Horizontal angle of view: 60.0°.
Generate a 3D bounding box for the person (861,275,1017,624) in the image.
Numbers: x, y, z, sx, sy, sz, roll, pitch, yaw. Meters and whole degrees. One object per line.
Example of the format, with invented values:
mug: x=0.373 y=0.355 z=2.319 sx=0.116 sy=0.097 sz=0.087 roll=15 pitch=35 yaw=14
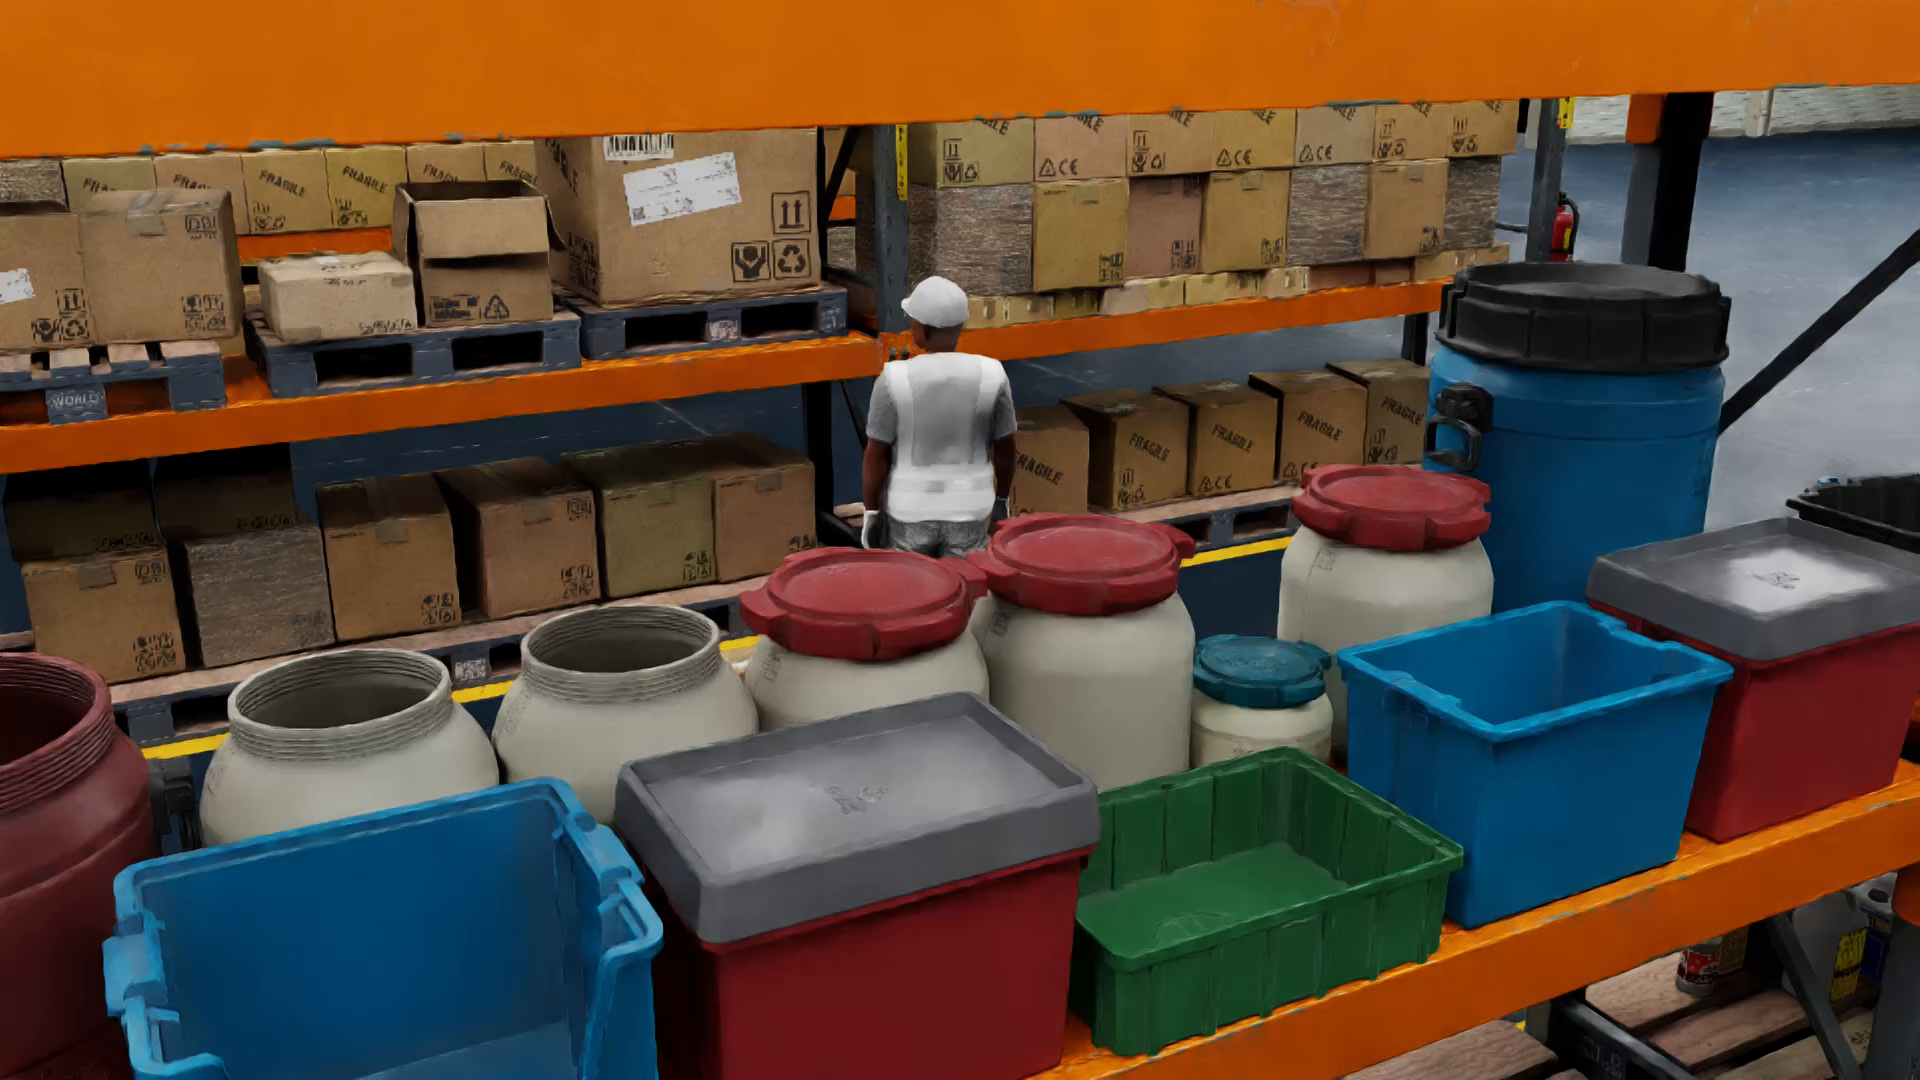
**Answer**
person: x=-0.082 y=-0.099 z=6.263 sx=0.594 sy=1.781 sz=0.378 roll=-2 pitch=18 yaw=-7
